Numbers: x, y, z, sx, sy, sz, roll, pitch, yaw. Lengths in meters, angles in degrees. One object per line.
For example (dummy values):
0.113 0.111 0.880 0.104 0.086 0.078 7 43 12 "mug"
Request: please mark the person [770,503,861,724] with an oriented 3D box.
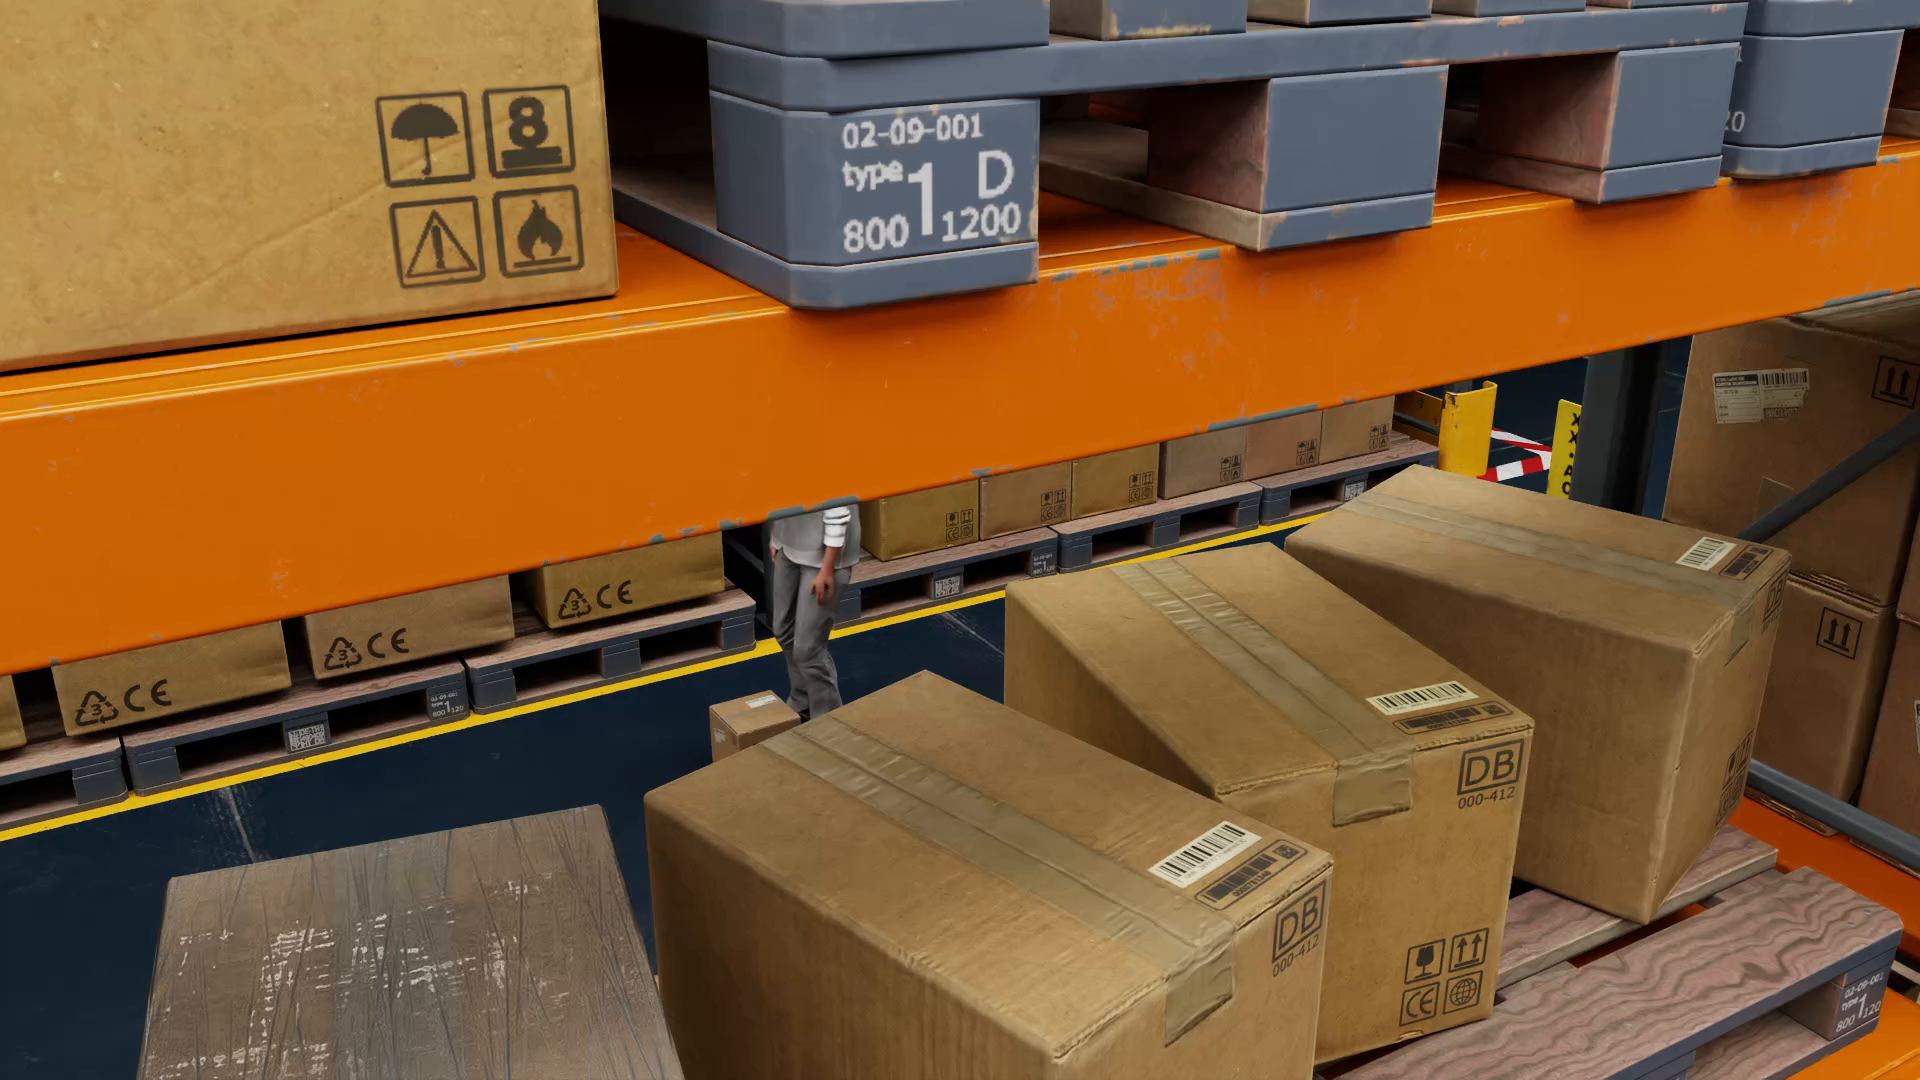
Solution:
-0.554 0.067 5.939 0.371 1.593 0.459 -12 25 -28 "person"
